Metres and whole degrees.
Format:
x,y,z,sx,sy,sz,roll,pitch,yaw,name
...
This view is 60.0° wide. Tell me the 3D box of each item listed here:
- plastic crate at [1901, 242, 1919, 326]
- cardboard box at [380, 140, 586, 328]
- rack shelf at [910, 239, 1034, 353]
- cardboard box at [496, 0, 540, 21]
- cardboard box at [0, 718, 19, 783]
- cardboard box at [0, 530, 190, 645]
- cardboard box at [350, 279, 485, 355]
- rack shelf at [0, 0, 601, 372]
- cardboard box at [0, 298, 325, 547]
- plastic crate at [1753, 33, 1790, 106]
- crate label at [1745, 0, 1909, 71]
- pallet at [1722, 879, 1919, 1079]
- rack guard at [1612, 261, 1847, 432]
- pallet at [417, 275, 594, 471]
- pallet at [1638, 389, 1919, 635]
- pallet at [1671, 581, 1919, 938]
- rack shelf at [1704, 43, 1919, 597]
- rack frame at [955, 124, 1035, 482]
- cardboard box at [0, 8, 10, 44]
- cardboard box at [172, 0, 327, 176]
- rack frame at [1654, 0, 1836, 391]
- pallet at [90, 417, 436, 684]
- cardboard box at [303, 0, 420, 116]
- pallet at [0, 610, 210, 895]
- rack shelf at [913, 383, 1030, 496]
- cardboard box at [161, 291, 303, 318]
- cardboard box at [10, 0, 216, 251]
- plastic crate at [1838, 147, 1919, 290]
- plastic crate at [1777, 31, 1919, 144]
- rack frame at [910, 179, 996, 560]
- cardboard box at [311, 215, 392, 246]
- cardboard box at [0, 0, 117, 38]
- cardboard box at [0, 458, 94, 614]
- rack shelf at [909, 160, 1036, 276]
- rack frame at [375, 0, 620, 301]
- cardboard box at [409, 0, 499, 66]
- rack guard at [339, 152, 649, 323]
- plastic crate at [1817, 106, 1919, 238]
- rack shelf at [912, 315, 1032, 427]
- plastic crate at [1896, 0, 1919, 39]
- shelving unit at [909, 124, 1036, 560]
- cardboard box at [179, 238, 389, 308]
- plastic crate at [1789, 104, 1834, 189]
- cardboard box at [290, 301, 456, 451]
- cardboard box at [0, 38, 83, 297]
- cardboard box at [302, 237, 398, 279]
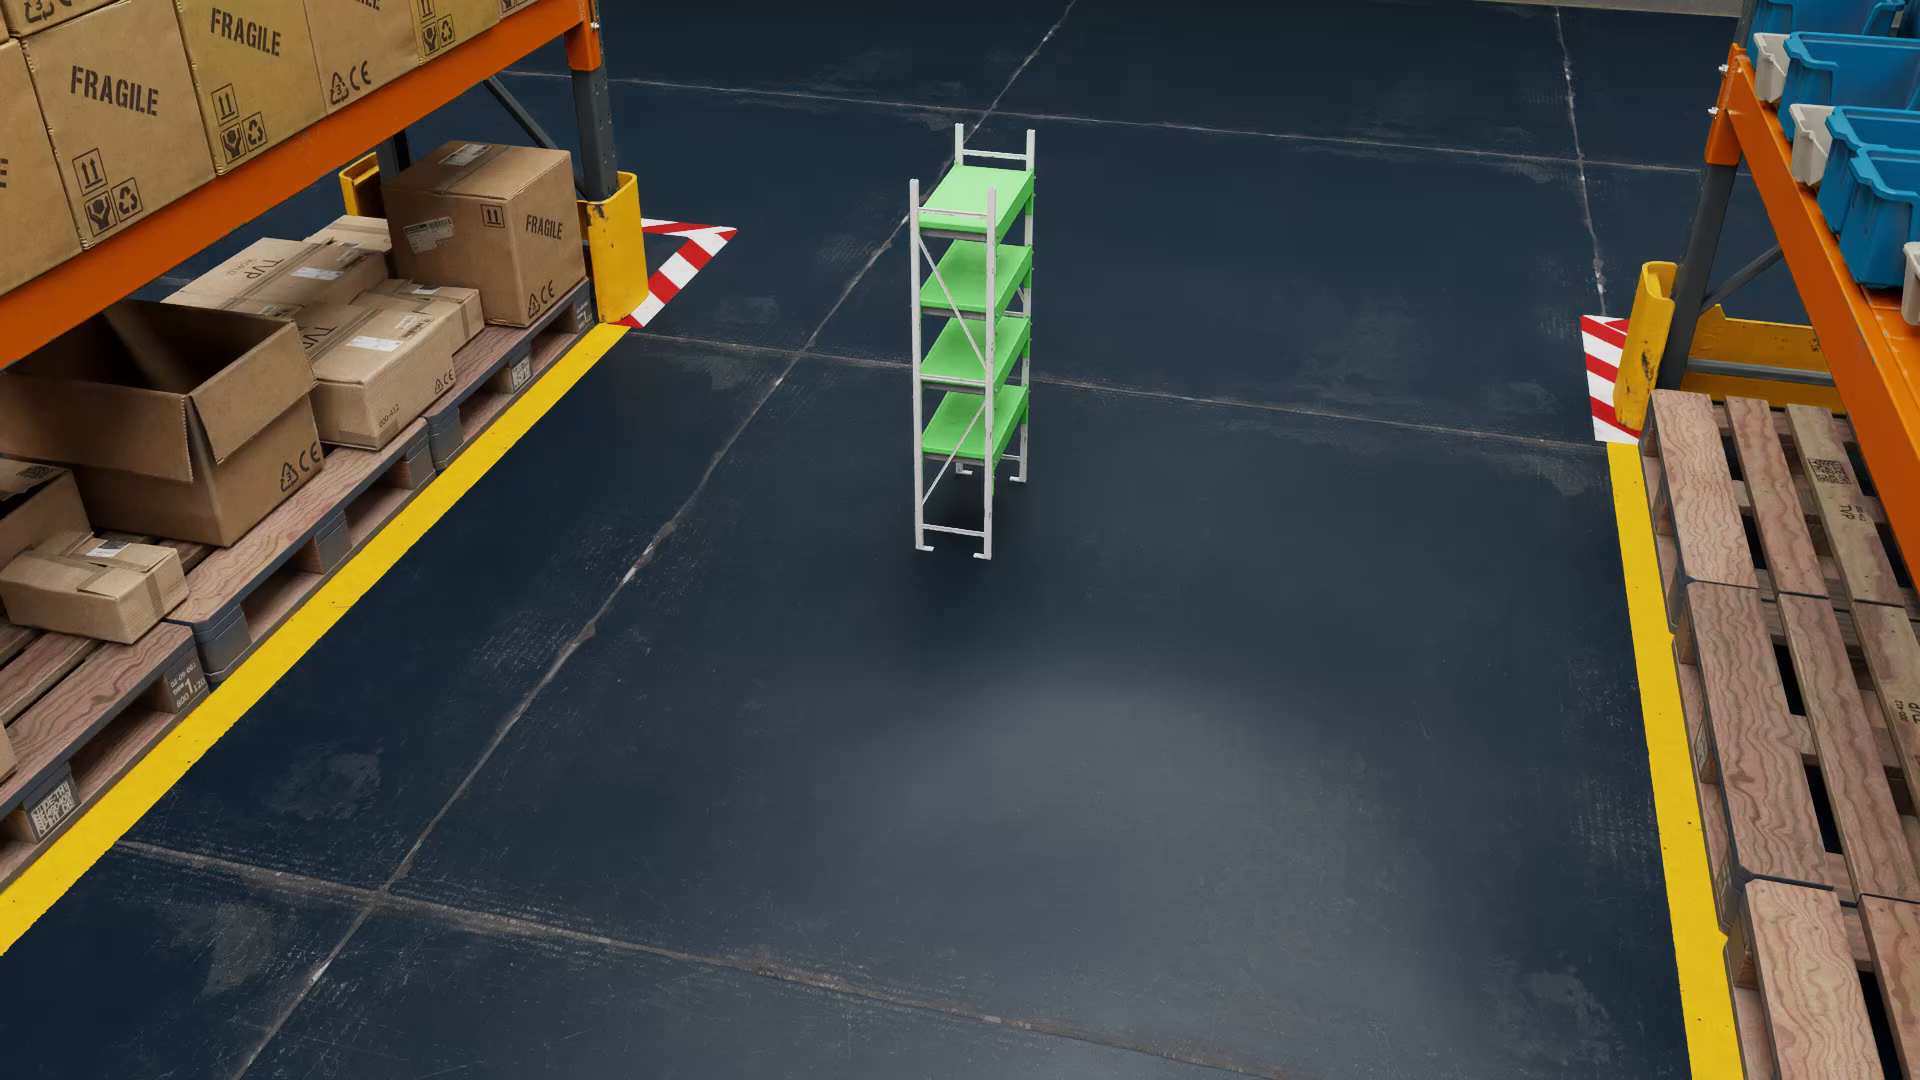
x,y,z,sx,sy,sz,roll,pitch,yaw,name
2.073,-0.435,3.328,0.293,0.136,0.466,8,33,12,plastic crate
-1.753,-1.143,6.172,0.500,0.500,0.500,8,33,12,cardboard box
0.042,-0.741,4.969,0.258,0.148,0.480,8,33,12,rack shelf
-1.704,-2.101,5.665,0.500,0.500,0.500,9,34,14,cardboard box
-2.553,0.508,3.751,0.500,0.311,0.500,8,33,12,cardboard box
-2.343,0.119,4.498,0.380,0.166,0.250,8,33,12,cardboard box
-1.943,-0.804,5.950,0.380,0.166,0.250,8,33,12,cardboard box
-2.361,-0.987,4.677,1.077,0.370,4.000,8,33,12,rack shelf
-2.397,-0.360,4.937,0.797,0.503,0.637,8,33,12,cardboard box
2.394,-1.327,4.732,0.250,0.136,0.298,8,33,12,plastic crate
2.555,-1.523,4.950,0.416,0.233,0.303,8,33,12,crate label
2.071,1.214,3.144,1.003,0.211,1.213,8,33,12,pallet
2.930,-0.611,5.745,1.175,0.500,0.348,8,33,12,rack guard
-2.074,-0.698,6.151,1.003,0.211,1.213,8,33,12,pallet
2.690,-0.052,5.135,1.003,0.211,1.213,8,33,12,pallet
2.378,0.579,4.143,1.003,0.211,1.213,8,33,12,pallet
2.429,-0.310,3.613,1.077,0.370,4.000,8,33,12,rack shelf
0.104,-0.719,5.262,0.240,1.200,0.015,8,33,12,rack frame
-2.347,-1.190,3.302,0.500,0.500,0.500,7,33,11,cardboard box
-2.092,-1.311,4.424,0.500,0.500,0.500,8,33,12,cardboard box
2.937,-1.652,5.052,1.000,3.000,0.127,8,33,12,rack frame
-2.386,-0.067,5.159,1.003,0.211,1.213,8,33,12,pallet
-1.964,-1.573,4.835,0.500,0.500,0.500,8,33,13,cardboard box
-2.694,0.568,4.160,1.003,0.211,1.213,8,33,12,pallet
0.042,-0.336,5.226,0.258,0.148,0.480,8,33,12,rack shelf
-2.520,-0.591,5.536,0.500,0.250,0.500,8,33,12,cardboard box
-2.220,-1.047,4.008,0.500,0.500,0.500,8,33,12,cardboard box
2.145,-0.684,3.630,0.416,0.233,0.300,8,33,12,plastic crate
2.388,-1.181,4.413,0.416,0.233,0.300,8,33,12,plastic crate
-0.020,-0.466,4.864,0.240,1.200,0.015,8,33,12,rack frame
-2.292,-1.140,6.495,0.380,0.149,0.250,8,33,12,cardboard box
-2.216,-1.457,3.721,0.500,0.500,0.500,7,33,11,cardboard box
-2.808,-0.027,4.592,0.500,0.311,0.500,8,33,12,cardboard box
0.042,-0.943,4.840,0.258,0.148,0.480,8,33,12,rack shelf
-1.854,-2.328,6.116,1.000,3.000,0.127,8,33,12,rack frame
-1.832,-1.831,5.241,0.500,0.500,0.500,8,33,13,cardboard box
-1.873,-1.234,6.725,1.175,0.500,0.348,8,33,12,rack guard
2.221,-0.840,3.875,0.416,0.233,0.300,8,33,12,plastic crate
0.042,-0.538,5.098,0.258,0.148,0.480,8,33,12,rack shelf
3.032,-1.493,4.713,0.616,0.435,0.499,8,33,12,plastic crate
0.042,-0.592,5.063,0.258,1.200,0.503,8,33,12,shelving unit
-2.393,-0.850,5.945,0.500,0.250,0.500,8,33,12,cardboard box
2.222,-0.975,4.178,0.250,0.136,0.298,8,33,12,plastic crate
-2.024,-0.549,5.470,0.500,0.250,0.500,8,33,12,cardboard box
-2.349,-0.788,3.600,0.500,0.500,0.500,9,33,13,cardboard box
-2.356,-1.018,6.286,0.380,0.166,0.250,8,33,12,cardboard box
